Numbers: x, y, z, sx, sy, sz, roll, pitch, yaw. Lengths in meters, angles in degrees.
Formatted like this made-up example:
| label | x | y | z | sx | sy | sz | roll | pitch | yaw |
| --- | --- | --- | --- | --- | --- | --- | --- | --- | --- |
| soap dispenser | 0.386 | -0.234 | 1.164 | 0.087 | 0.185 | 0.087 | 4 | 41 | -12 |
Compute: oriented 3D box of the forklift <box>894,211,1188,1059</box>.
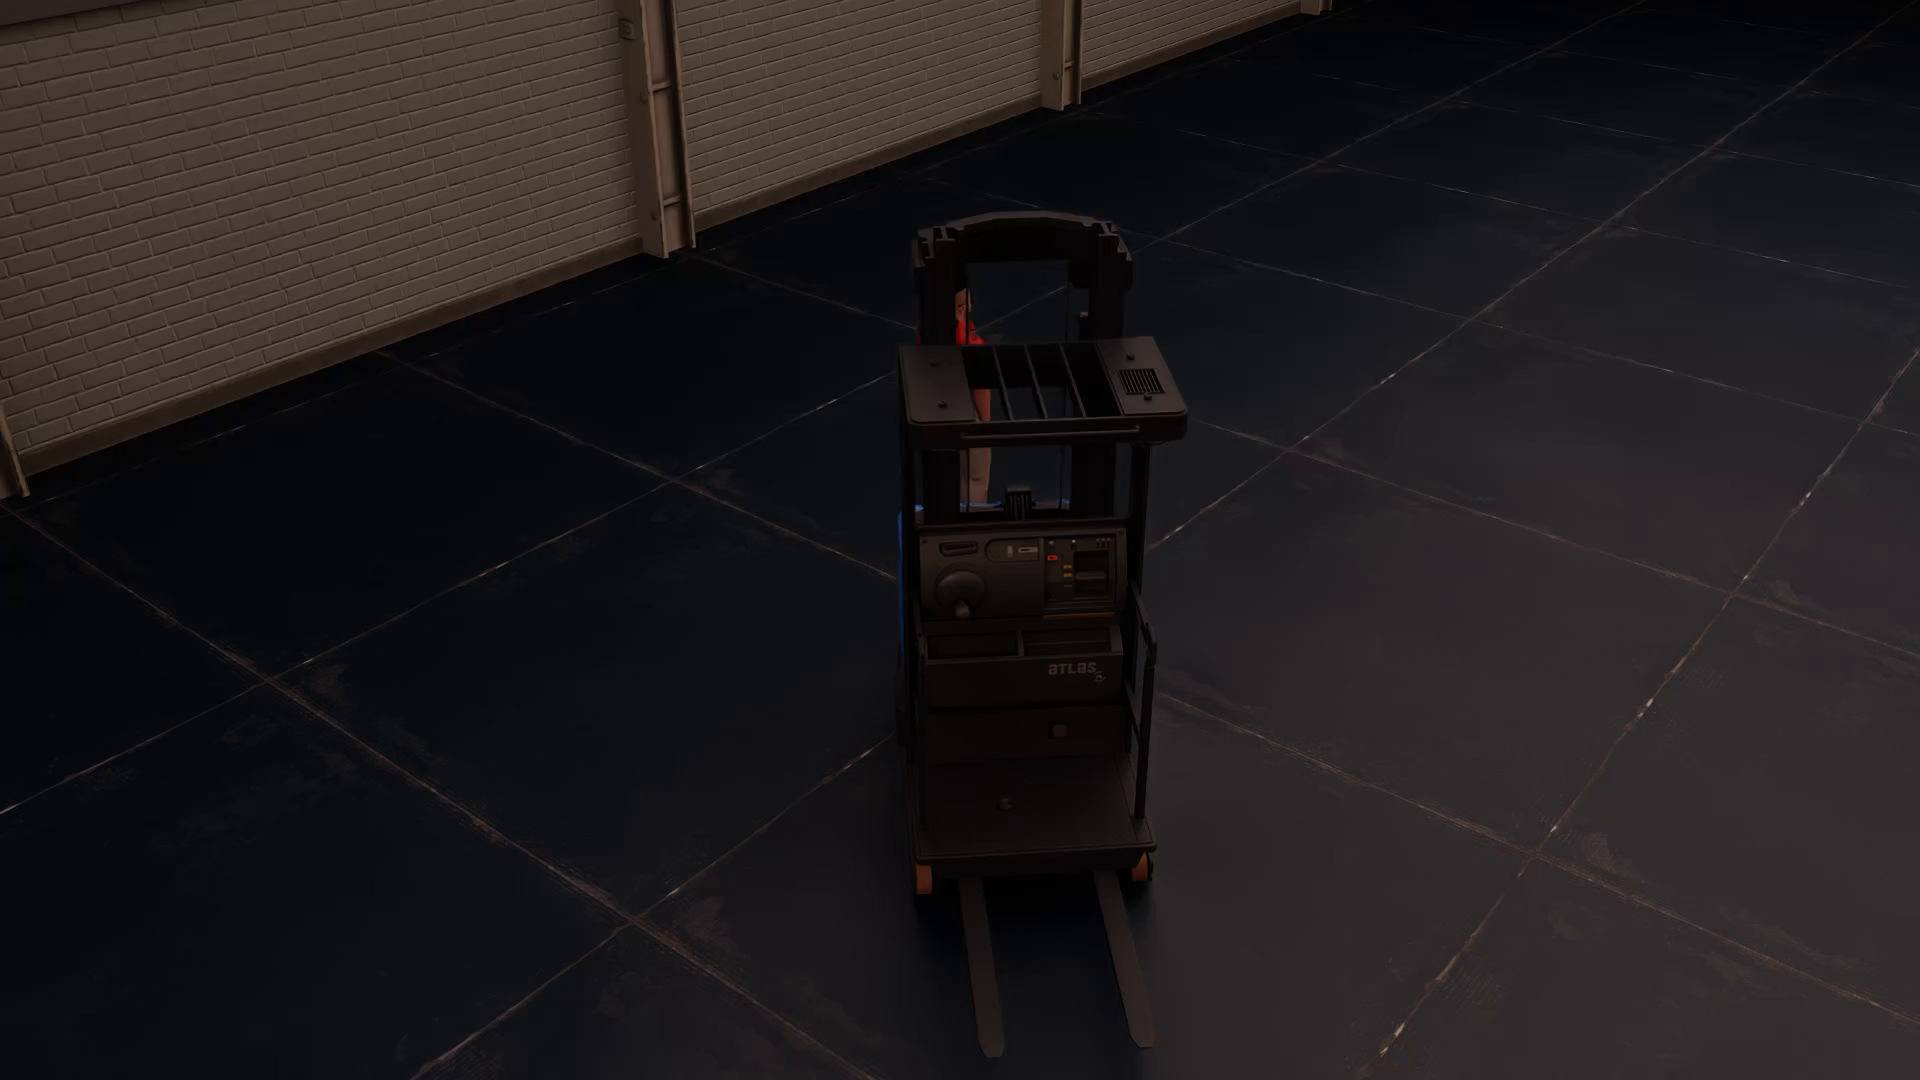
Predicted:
| label | x | y | z | sx | sy | sz | roll | pitch | yaw |
| --- | --- | --- | --- | --- | --- | --- | --- | --- | --- |
| forklift | 0.305 | 0.197 | 7.258 | 1.130 | 2.935 | 3.031 | -3 | 30 | -4 |

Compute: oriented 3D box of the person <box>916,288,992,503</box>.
| label | x | y | z | sx | sy | sz | roll | pitch | yaw |
| --- | --- | --- | --- | --- | --- | --- | --- | --- | --- |
| person | 0.006 | -0.752 | 10.079 | 0.526 | 1.728 | 0.385 | 22 | 37 | 33 |
